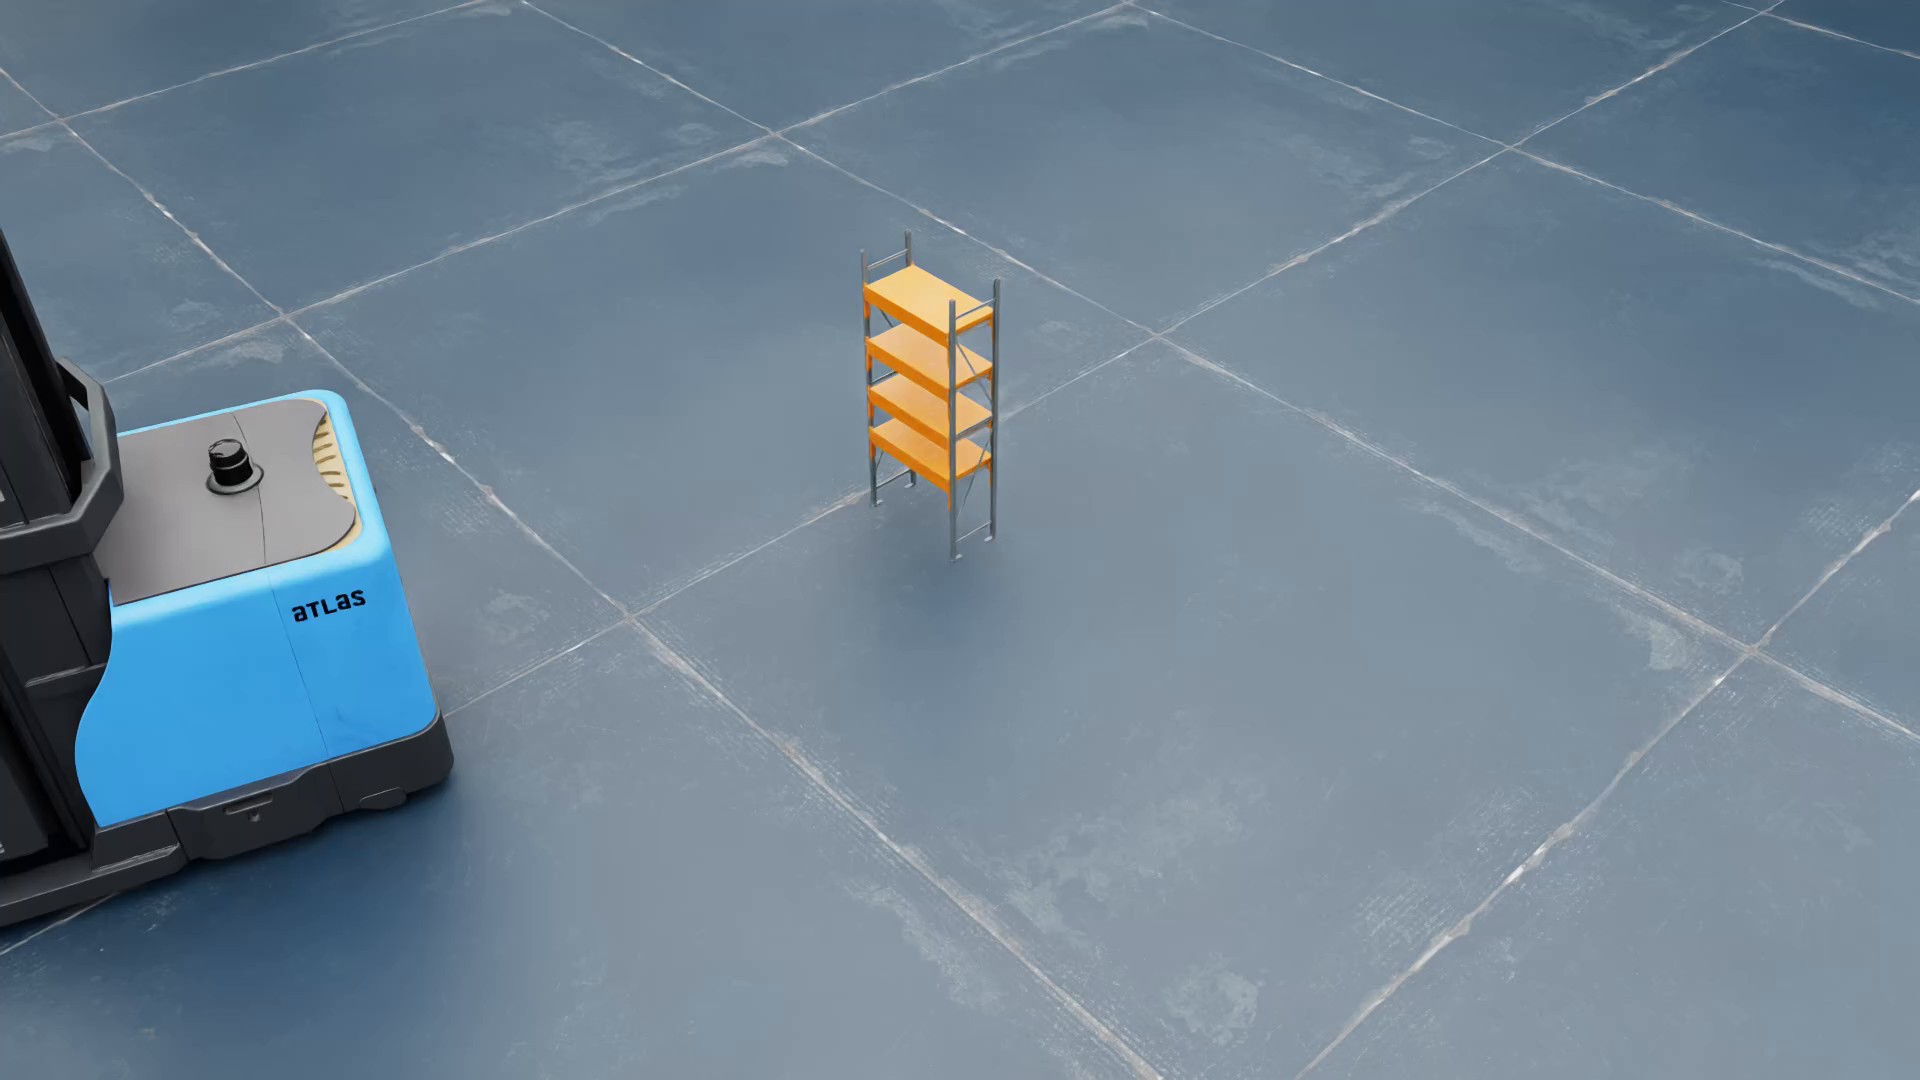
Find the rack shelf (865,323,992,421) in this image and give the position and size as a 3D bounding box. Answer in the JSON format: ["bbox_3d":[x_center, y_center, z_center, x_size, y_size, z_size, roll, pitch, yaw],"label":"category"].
[{"bbox_3d":[-0.112,-0.665,6.370,0.258,0.148,0.480,-30,48,-32],"label":"rack shelf"}]

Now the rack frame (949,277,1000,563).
[{"bbox_3d":[0.053,-0.430,6.328,0.240,1.200,0.015,-30,48,-32],"label":"rack frame"}]

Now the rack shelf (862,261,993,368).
[{"bbox_3d":[-0.112,-0.849,6.221,0.258,0.148,0.480,-30,48,-32],"label":"rack shelf"}]

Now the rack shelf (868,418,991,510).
[{"bbox_3d":[-0.112,-0.337,6.635,0.258,0.148,0.480,-30,48,-32],"label":"rack shelf"}]

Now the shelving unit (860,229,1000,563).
[{"bbox_3d":[-0.112,-0.543,6.468,0.258,1.200,0.503,-30,48,-32],"label":"shelving unit"}]

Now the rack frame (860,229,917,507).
[{"bbox_3d":[-0.277,-0.656,6.608,0.240,1.200,0.015,-30,48,-32],"label":"rack frame"}]

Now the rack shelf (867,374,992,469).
[{"bbox_3d":[-0.112,-0.491,6.510,0.258,0.148,0.480,-30,48,-32],"label":"rack shelf"}]

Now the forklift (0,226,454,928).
[{"bbox_3d":[-3.291,-0.177,4.636,3.031,2.935,1.130,-16,42,-19],"label":"forklift"}]
